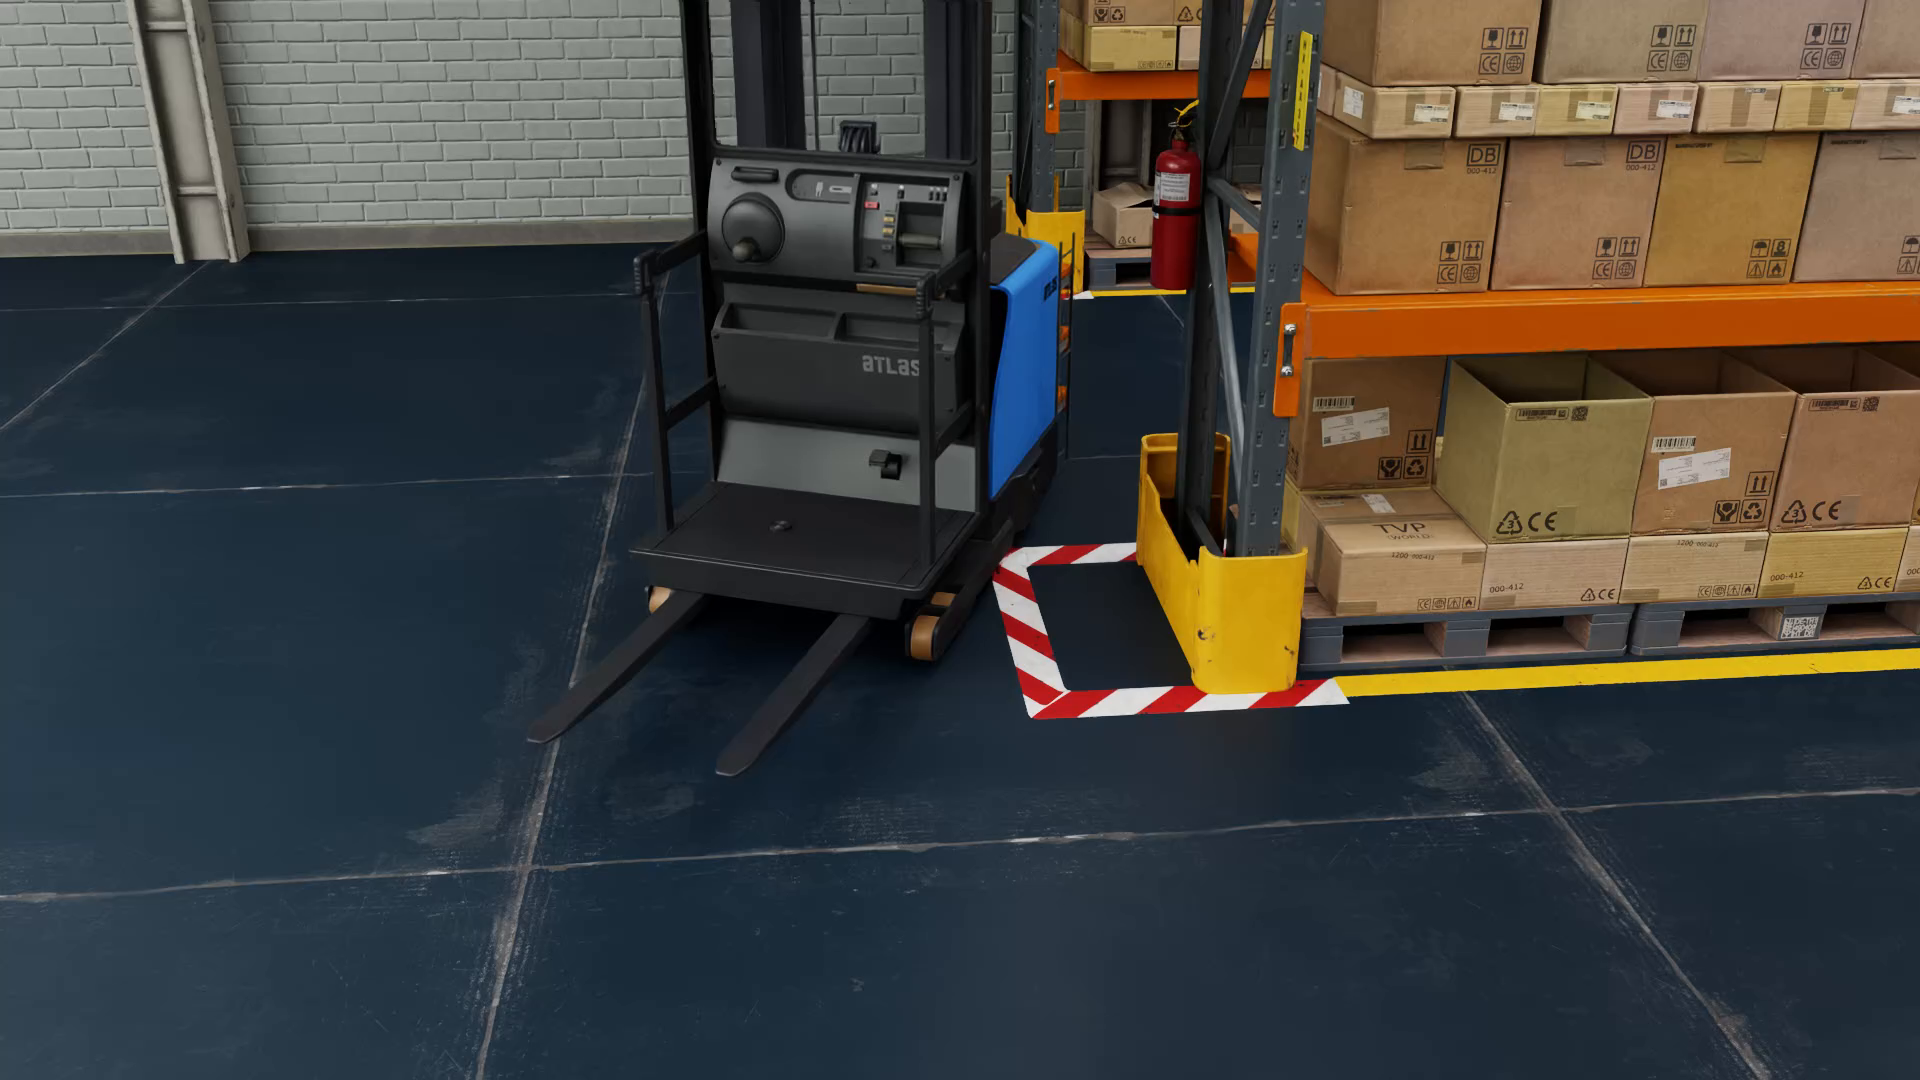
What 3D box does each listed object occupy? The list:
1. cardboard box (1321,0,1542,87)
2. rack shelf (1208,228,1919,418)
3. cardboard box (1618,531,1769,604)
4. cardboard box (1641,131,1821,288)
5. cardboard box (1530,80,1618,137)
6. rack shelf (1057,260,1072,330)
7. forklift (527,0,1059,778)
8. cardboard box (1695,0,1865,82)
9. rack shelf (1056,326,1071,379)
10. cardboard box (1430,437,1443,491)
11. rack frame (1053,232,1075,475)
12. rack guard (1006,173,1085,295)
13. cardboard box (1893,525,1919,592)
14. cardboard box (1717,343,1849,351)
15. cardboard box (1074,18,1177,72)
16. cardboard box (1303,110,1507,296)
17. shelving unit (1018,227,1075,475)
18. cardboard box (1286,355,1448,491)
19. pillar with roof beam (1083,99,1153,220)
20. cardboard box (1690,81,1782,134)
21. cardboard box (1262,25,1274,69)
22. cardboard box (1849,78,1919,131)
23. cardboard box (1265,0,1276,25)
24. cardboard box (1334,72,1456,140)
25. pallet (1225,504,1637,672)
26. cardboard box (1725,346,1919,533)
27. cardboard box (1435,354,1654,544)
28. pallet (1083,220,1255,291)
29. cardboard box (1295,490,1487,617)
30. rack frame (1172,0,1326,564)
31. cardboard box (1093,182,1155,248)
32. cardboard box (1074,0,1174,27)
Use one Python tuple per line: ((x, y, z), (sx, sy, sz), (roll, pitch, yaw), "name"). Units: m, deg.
((1.461, -1.747, 5.267), (0.500, 0.500, 0.700), (-2, 24, -5), "cardboard box")
((2.933, -0.844, 5.842), (4.000, 0.370, 1.077), (-2, 24, -5), "rack shelf")
((2.493, -0.001, 5.928), (0.500, 0.250, 0.500), (-2, 24, -5), "cardboard box")
((2.425, -1.193, 5.617), (0.500, 0.500, 0.700), (-2, 24, -5), "cardboard box")
((1.865, -1.385, 5.251), (0.250, 0.149, 0.380), (-2, 24, -5), "cardboard box")
((0.342, -1.074, 7.199), (0.240, 0.259, 0.215), (9, 25, 19), "rack shelf")
((-0.502, -1.095, 5.605), (1.130, 2.935, 3.031), (7, 25, 16), "forklift")
((2.486, -1.791, 5.365), (0.500, 0.500, 0.700), (-2, 24, -5), "cardboard box")
((0.341, -0.814, 7.314), (0.240, 0.259, 0.215), (9, 25, 19), "rack shelf")
((1.944, -0.194, 6.362), (0.500, 0.250, 0.500), (-2, 24, -5), "cardboard box")
((0.456, -0.806, 7.270), (0.008, 1.050, 0.200), (9, 25, 19), "rack frame")
((0.528, -1.956, 10.535), (0.348, 0.500, 1.175), (-2, 24, -5), "rack guard")
((3.489, -0.039, 6.014), (0.500, 0.250, 0.500), (-2, 24, -5), "cardboard box")
((2.939, -0.578, 6.303), (0.500, 0.500, 0.500), (-2, 24, -5), "cardboard box")
((0.969, -2.927, 9.802), (0.500, 0.250, 0.500), (-3, 24, -7), "cardboard box")
((1.409, -1.152, 5.526), (0.500, 0.500, 0.700), (-2, 24, -5), "cardboard box")
((0.341, -0.824, 7.309), (0.252, 1.050, 0.215), (9, 25, 19), "shelving unit")
((1.447, -0.513, 6.156), (0.500, 0.500, 0.500), (-2, 24, -5), "cardboard box")
((1.487, -4.474, 5.737), (0.400, 9.000, 9.100), (-2, 24, -5), "pillar with roof beam")
((2.382, -1.406, 5.298), (0.250, 0.149, 0.380), (-3, 24, -7), "cardboard box")
((1.992, -2.971, 9.902), (0.500, 0.250, 0.500), (-3, 24, -6), "cardboard box")
((2.884, -1.425, 5.341), (0.250, 0.149, 0.380), (-2, 24, -5), "cardboard box")
((1.964, -3.310, 9.740), (0.500, 0.500, 0.500), (-3, 24, -7), "cardboard box")
((1.354, -1.364, 5.203), (0.250, 0.149, 0.380), (-2, 24, -6), "cardboard box")
((1.700, 0.134, 6.189), (1.213, 0.211, 1.003), (-2, 24, -5), "pallet")
((2.991, -0.361, 5.815), (0.500, 0.500, 0.500), (-2, 24, -5), "cardboard box")
((1.996, -0.323, 5.729), (0.500, 0.500, 0.500), (-2, 24, -5), "cardboard box")
((1.340, -1.842, 10.635), (1.213, 0.211, 1.003), (-2, 24, -5), "pallet")
((1.498, 0.040, 5.835), (0.500, 0.250, 0.500), (-2, 24, -5), "cardboard box")
((0.943, -1.093, 5.516), (0.127, 3.000, 1.000), (-2, 24, -5), "rack frame")
((1.150, -2.059, 10.458), (0.500, 0.311, 0.500), (-5, 24, -11), "cardboard box")
((0.957, -3.276, 9.664), (0.500, 0.500, 0.500), (-2, 24, -5), "cardboard box")
